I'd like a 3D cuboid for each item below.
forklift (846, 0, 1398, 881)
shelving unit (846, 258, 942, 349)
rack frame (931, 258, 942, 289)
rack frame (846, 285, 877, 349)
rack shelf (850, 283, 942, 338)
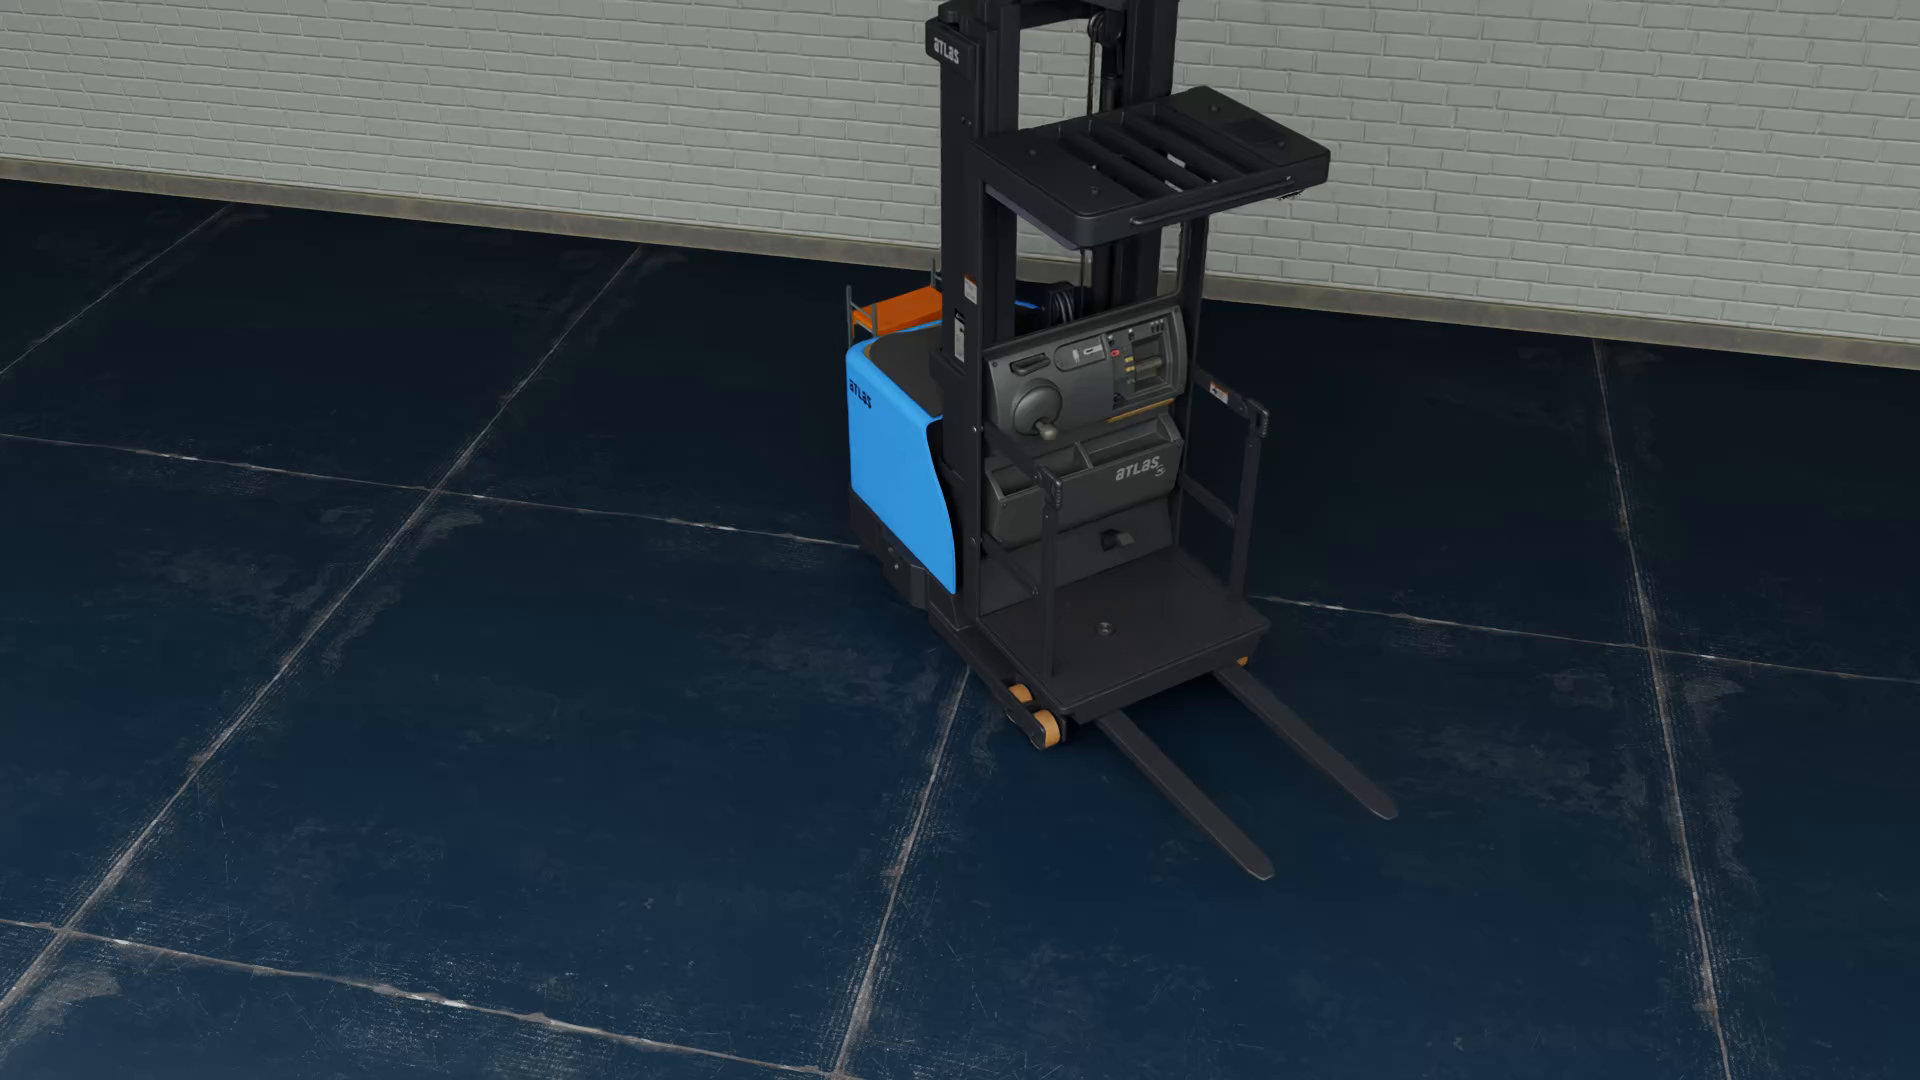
[{"bbox_3d":[0.637,-0.615,6.601,1.130,2.935,3.031,-19,40,-24],"label":"forklift"},{"bbox_3d":[-0.265,-0.746,8.256,0.503,1.200,0.258,-23,42,-28],"label":"shelving unit"},{"bbox_3d":[-0.066,-0.829,8.371,0.015,1.200,0.240,-23,42,-28],"label":"rack frame"},{"bbox_3d":[-0.463,-0.662,8.141,0.015,1.200,0.240,-23,42,-28],"label":"rack frame"},{"bbox_3d":[-0.265,-1.064,8.026,0.480,0.148,0.258,-23,42,-28],"label":"rack shelf"}]
